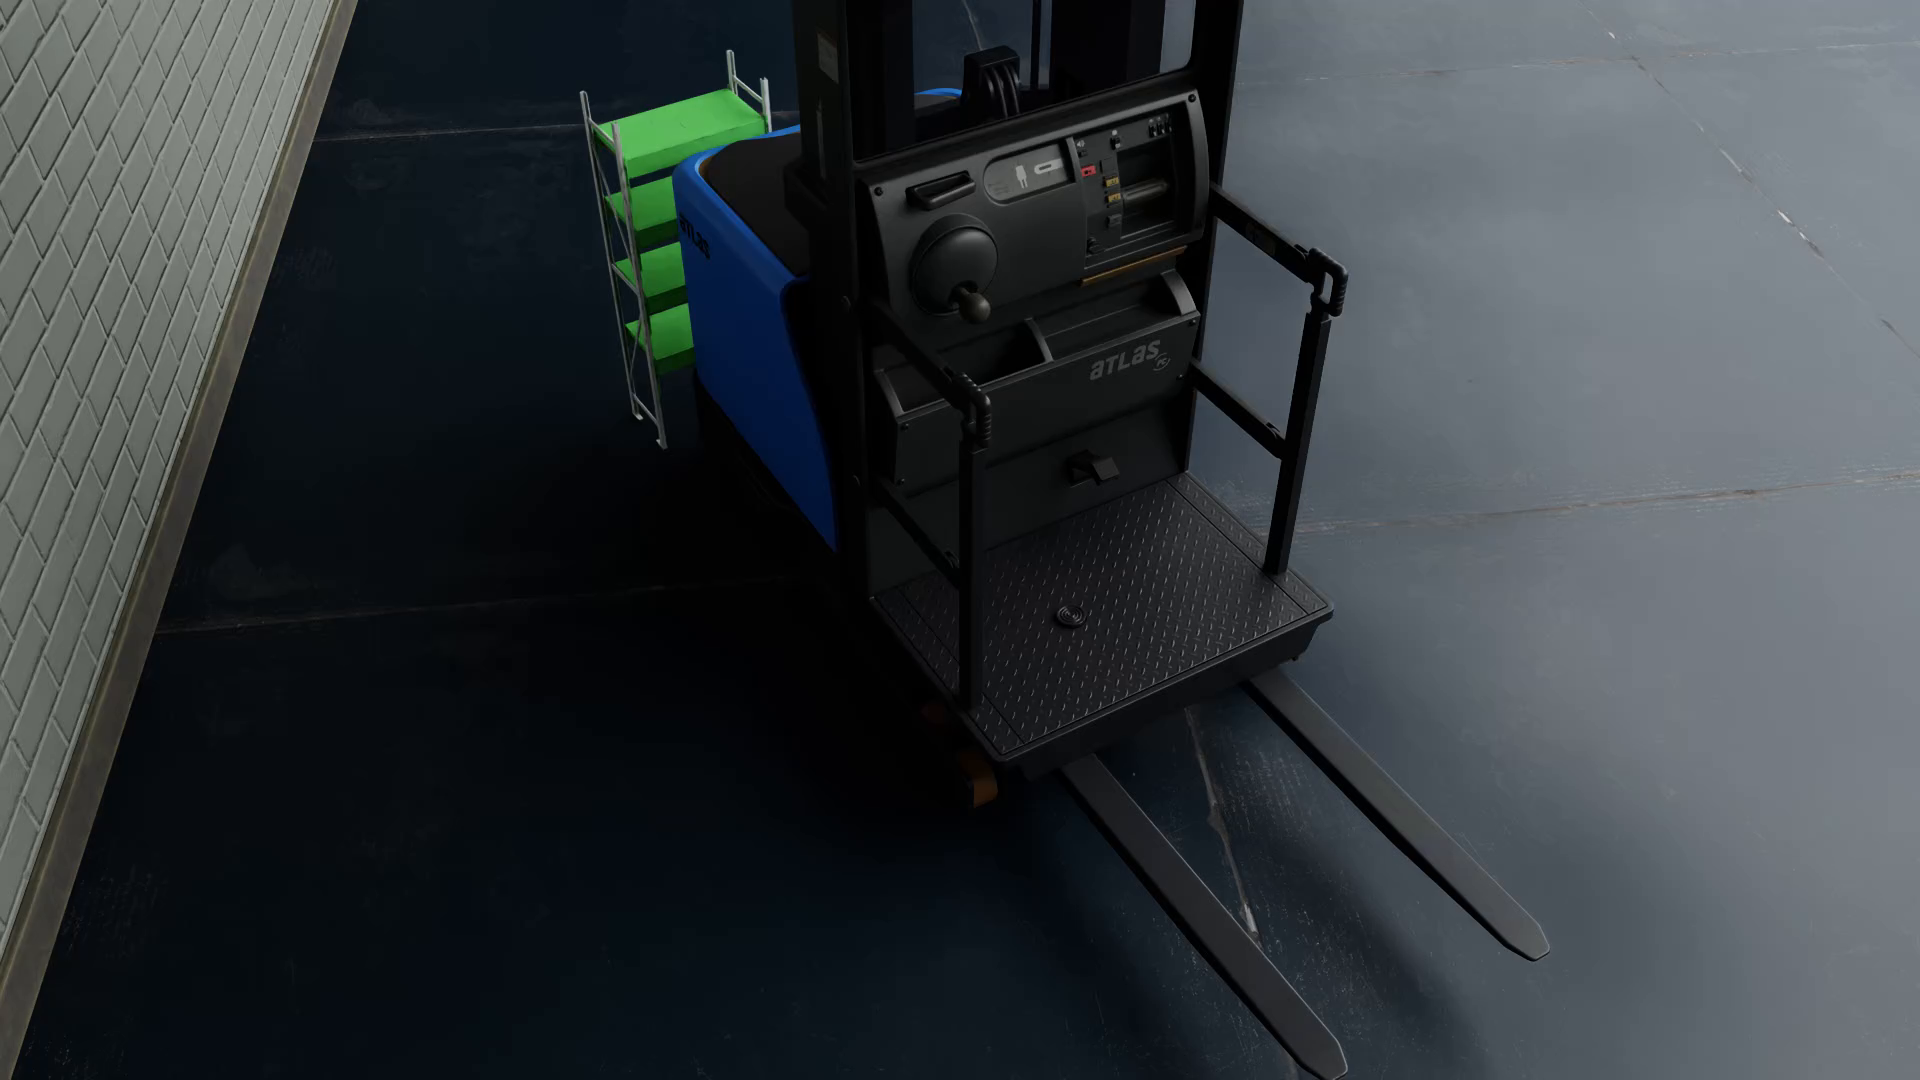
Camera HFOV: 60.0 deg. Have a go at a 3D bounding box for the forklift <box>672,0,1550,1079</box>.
[{"bbox_3d":[0.317,-0.729,3.870,1.130,2.935,3.031,-22,46,-22],"label":"forklift"}]

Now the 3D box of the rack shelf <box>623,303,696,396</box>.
[{"bbox_3d":[-0.853,-0.683,5.565,0.480,0.148,0.258,-24,47,-24],"label":"rack shelf"}]

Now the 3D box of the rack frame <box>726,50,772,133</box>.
[{"bbox_3d":[-0.650,-0.999,5.462,0.015,1.200,0.240,-24,47,-24],"label":"rack frame"}]

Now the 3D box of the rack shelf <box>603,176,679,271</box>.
[{"bbox_3d":[-0.853,-1.040,5.244,0.480,0.148,0.258,-24,47,-24],"label":"rack shelf"}]

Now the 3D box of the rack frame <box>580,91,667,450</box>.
[{"bbox_3d":[-1.056,-0.818,5.262,0.015,1.200,0.240,-24,47,-24],"label":"rack frame"}]

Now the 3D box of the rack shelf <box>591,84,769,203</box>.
[{"bbox_3d":[-0.853,-1.218,5.083,0.480,0.148,0.258,-24,47,-24],"label":"rack shelf"}]

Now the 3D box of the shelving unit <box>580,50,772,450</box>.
[{"bbox_3d":[-0.853,-0.909,5.362,0.503,1.200,0.258,-24,47,-24],"label":"shelving unit"}]

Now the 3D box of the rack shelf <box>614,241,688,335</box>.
[{"bbox_3d":[-0.853,-0.861,5.405,0.480,0.148,0.258,-24,47,-24],"label":"rack shelf"}]
